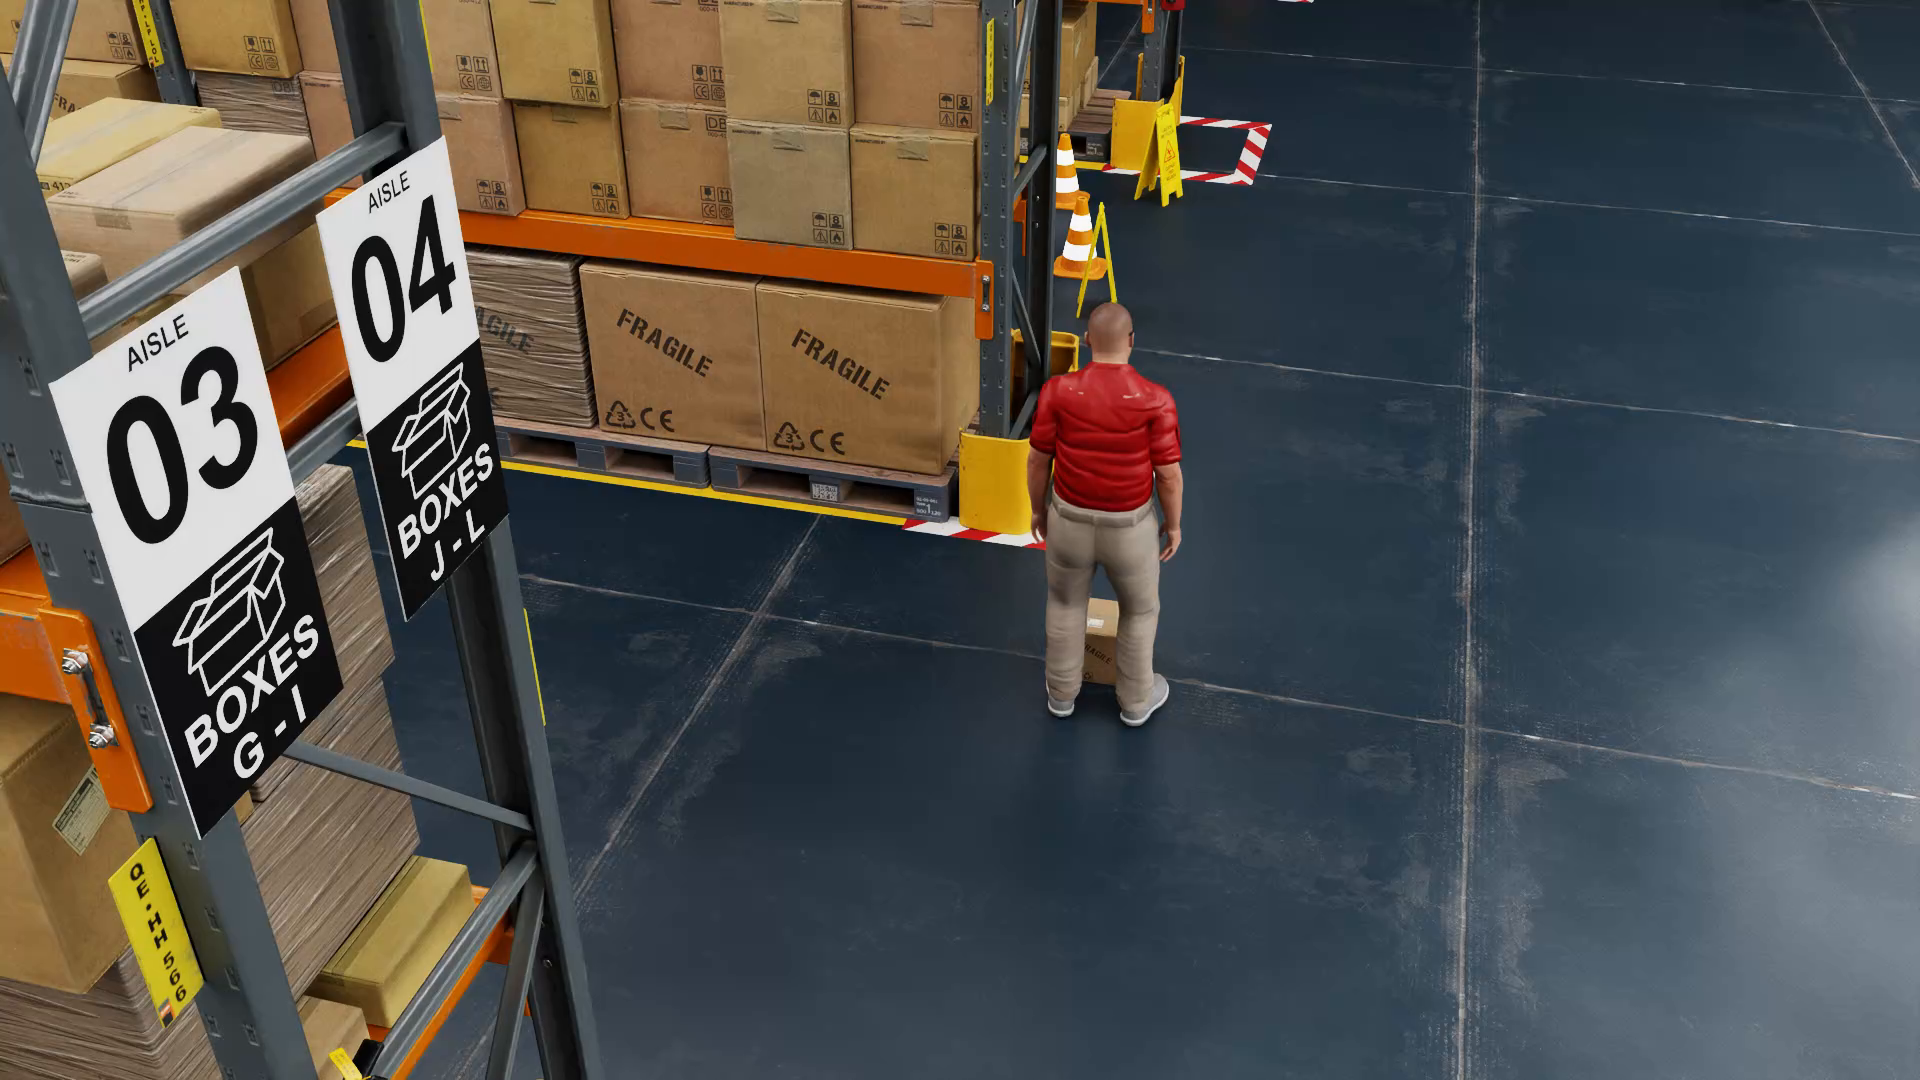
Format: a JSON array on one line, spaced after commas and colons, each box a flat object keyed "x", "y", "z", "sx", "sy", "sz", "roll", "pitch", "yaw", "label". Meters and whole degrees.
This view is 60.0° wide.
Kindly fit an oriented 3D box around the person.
[{"x": 0.543, "y": 0.005, "z": 6.304, "sx": 0.568, "sy": 1.552, "sz": 0.394, "roll": 8, "pitch": 33, "yaw": 12, "label": "person"}]
